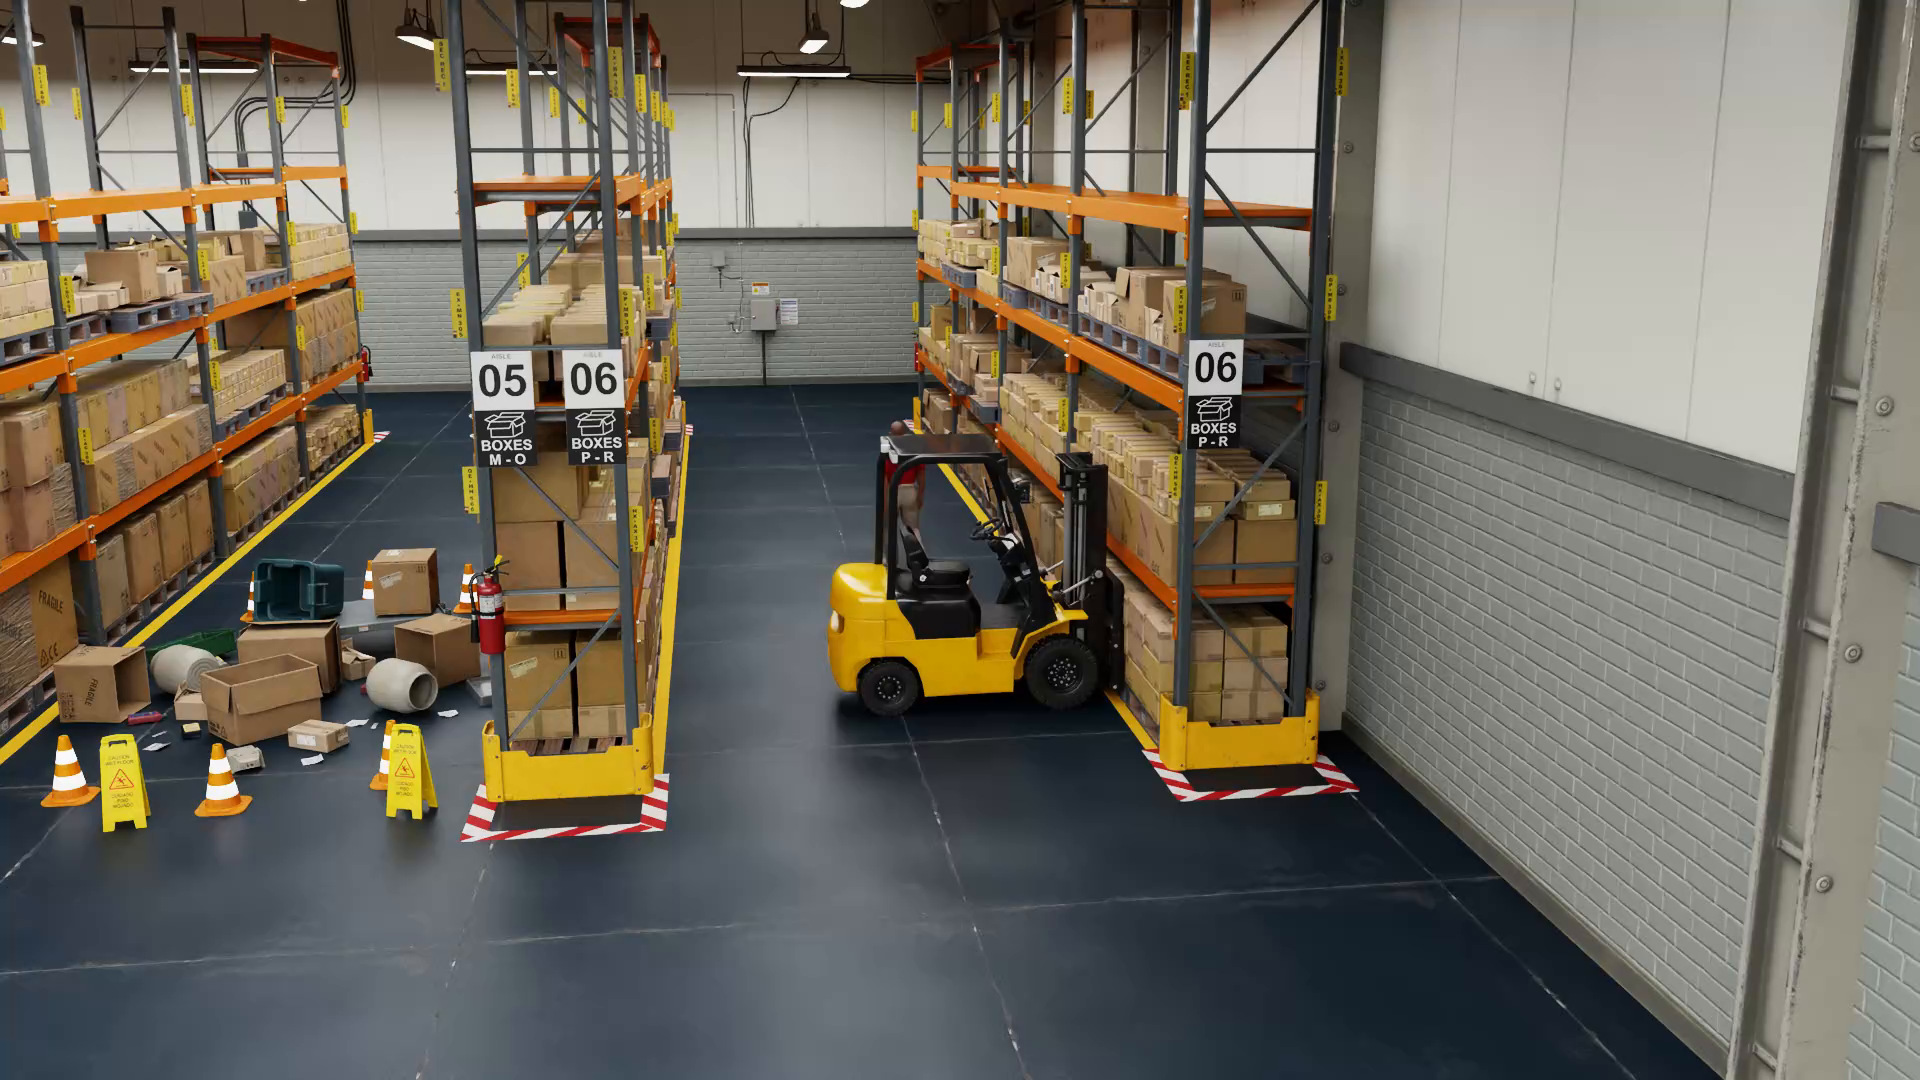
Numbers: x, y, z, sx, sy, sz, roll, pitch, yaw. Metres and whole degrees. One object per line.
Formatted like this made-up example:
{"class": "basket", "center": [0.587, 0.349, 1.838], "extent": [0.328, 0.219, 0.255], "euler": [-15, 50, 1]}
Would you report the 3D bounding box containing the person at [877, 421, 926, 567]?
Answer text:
{"class": "person", "center": [-0.631, -0.450, 17.937], "extent": [0.546, 1.682, 0.863], "euler": [-3, 13, -14]}
